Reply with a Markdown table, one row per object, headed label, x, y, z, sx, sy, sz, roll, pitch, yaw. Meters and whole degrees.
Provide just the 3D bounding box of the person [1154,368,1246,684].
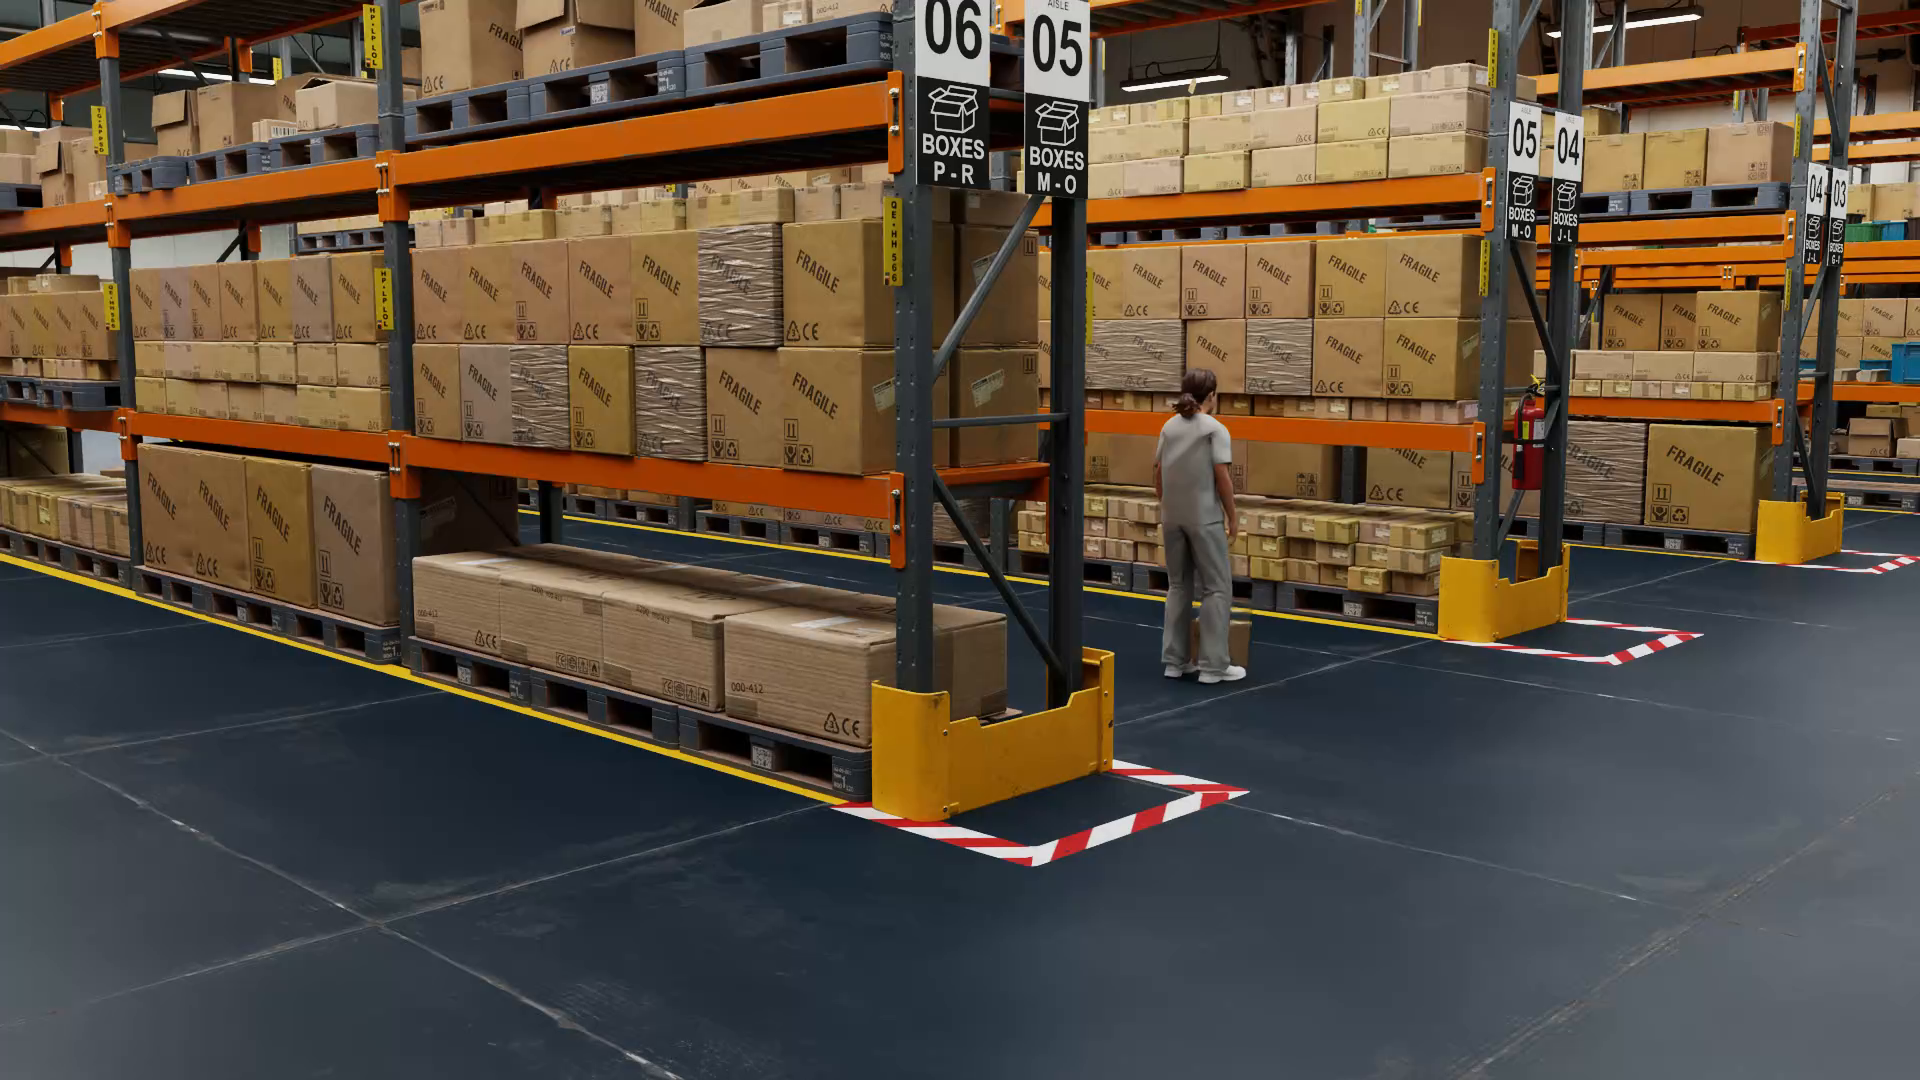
| label | x | y | z | sx | sy | sz | roll | pitch | yaw |
| --- | --- | --- | --- | --- | --- | --- | --- | --- | --- |
| person | 1.272 | -0.084 | 8.938 | 0.485 | 1.673 | 0.367 | 6 | 10 | 41 |
